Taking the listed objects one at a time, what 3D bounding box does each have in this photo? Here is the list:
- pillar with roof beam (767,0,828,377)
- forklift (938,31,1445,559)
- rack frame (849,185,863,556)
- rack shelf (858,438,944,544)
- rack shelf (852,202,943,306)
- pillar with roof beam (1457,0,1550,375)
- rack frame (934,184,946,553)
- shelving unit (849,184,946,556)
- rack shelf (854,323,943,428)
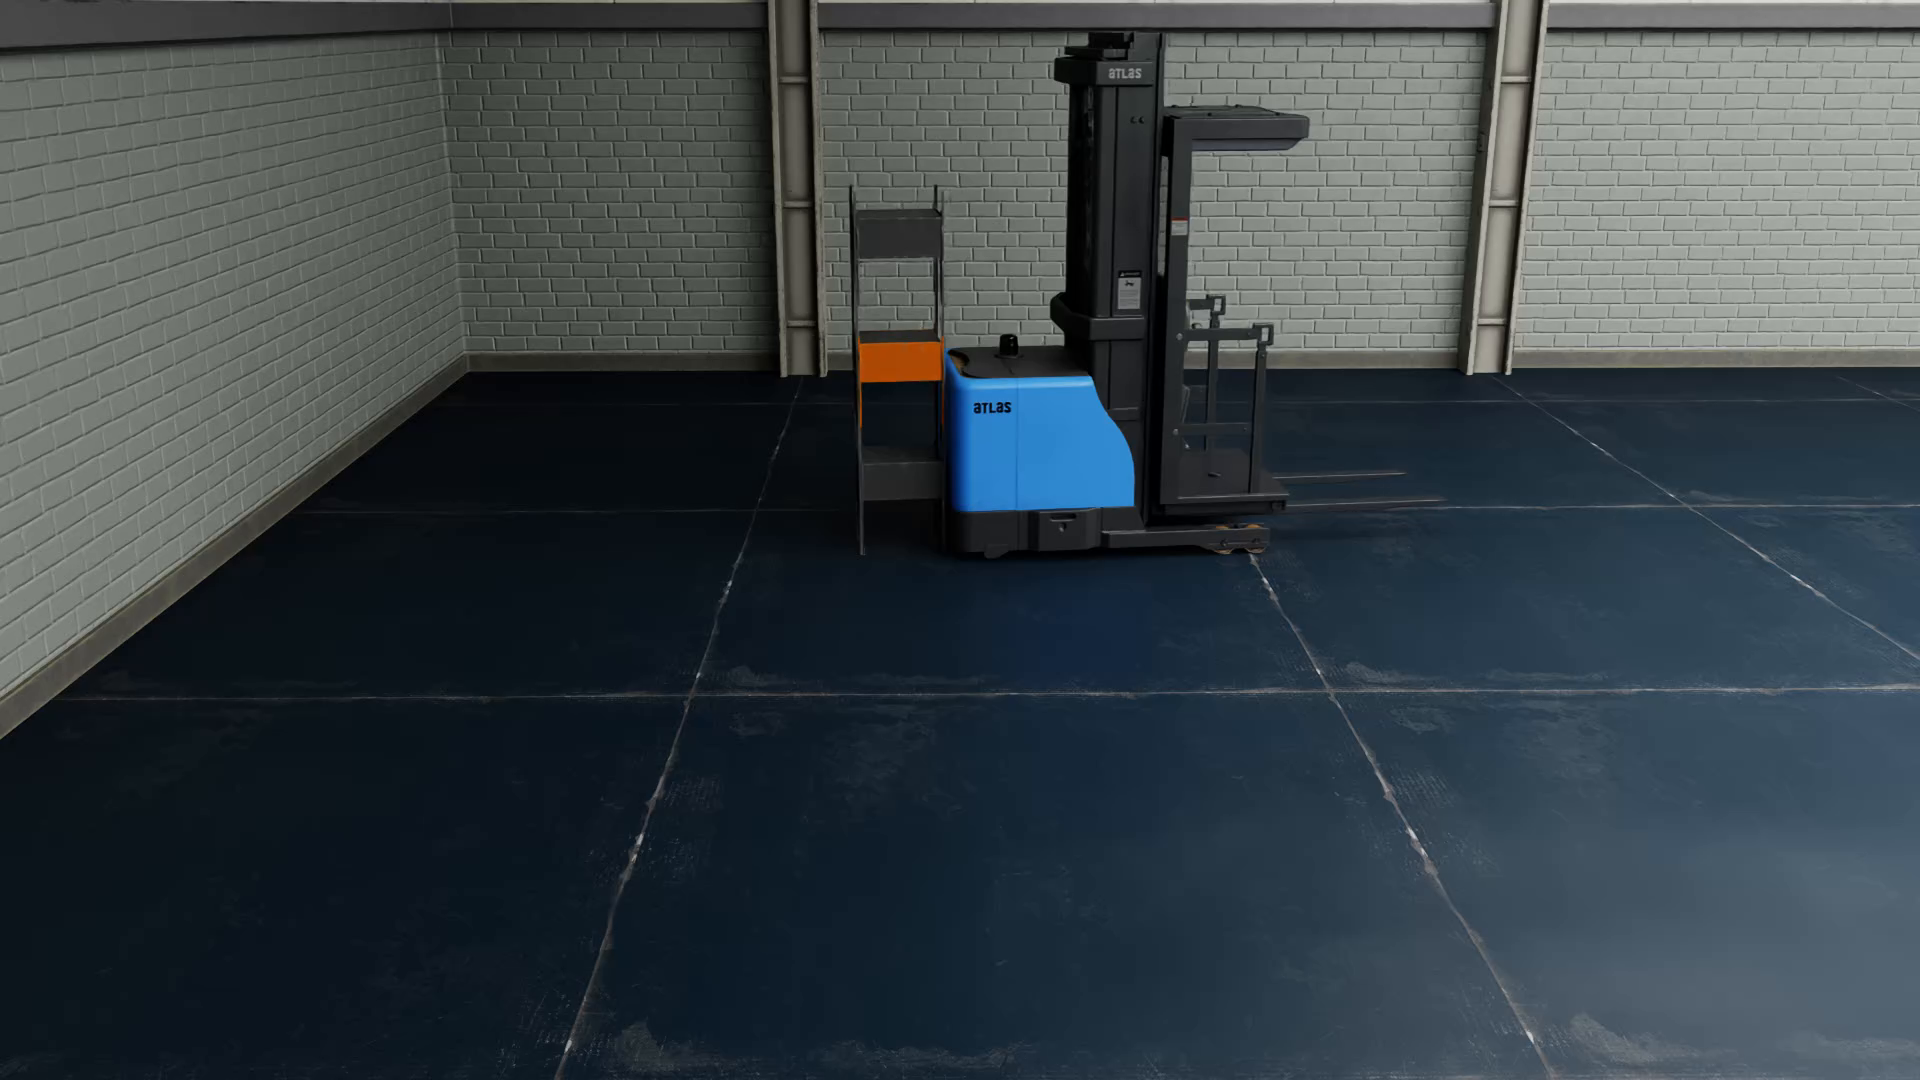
[{"bbox_3d":[-1.302,-4.436,9.144,0.400,9.000,9.100,0,18,-1],"label":"pillar with roof beam"},{"bbox_3d":[1.394,-1.469,9.827,3.031,2.935,1.130,-2,18,-7],"label":"forklift"},{"bbox_3d":[-0.601,-0.965,9.618,0.015,2.100,0.400,-2,18,-7],"label":"rack frame"},{"bbox_3d":[-0.359,-0.295,9.865,0.480,0.518,0.431,-2,18,-7],"label":"rack shelf"},{"bbox_3d":[-0.359,-1.628,9.437,0.480,0.518,0.431,-2,18,-7],"label":"rack shelf"},{"bbox_3d":[4.697,-4.465,9.234,0.400,9.000,9.100,0,18,-1],"label":"pillar with roof beam"},{"bbox_3d":[-0.117,-0.984,9.676,0.015,2.100,0.400,-2,18,-7],"label":"rack frame"},{"bbox_3d":[-0.359,-0.974,9.647,0.503,2.100,0.431,-2,18,-7],"label":"shelving unit"},{"bbox_3d":[-0.359,-0.961,9.651,0.480,0.518,0.431,-2,18,-7],"label":"rack shelf"}]
